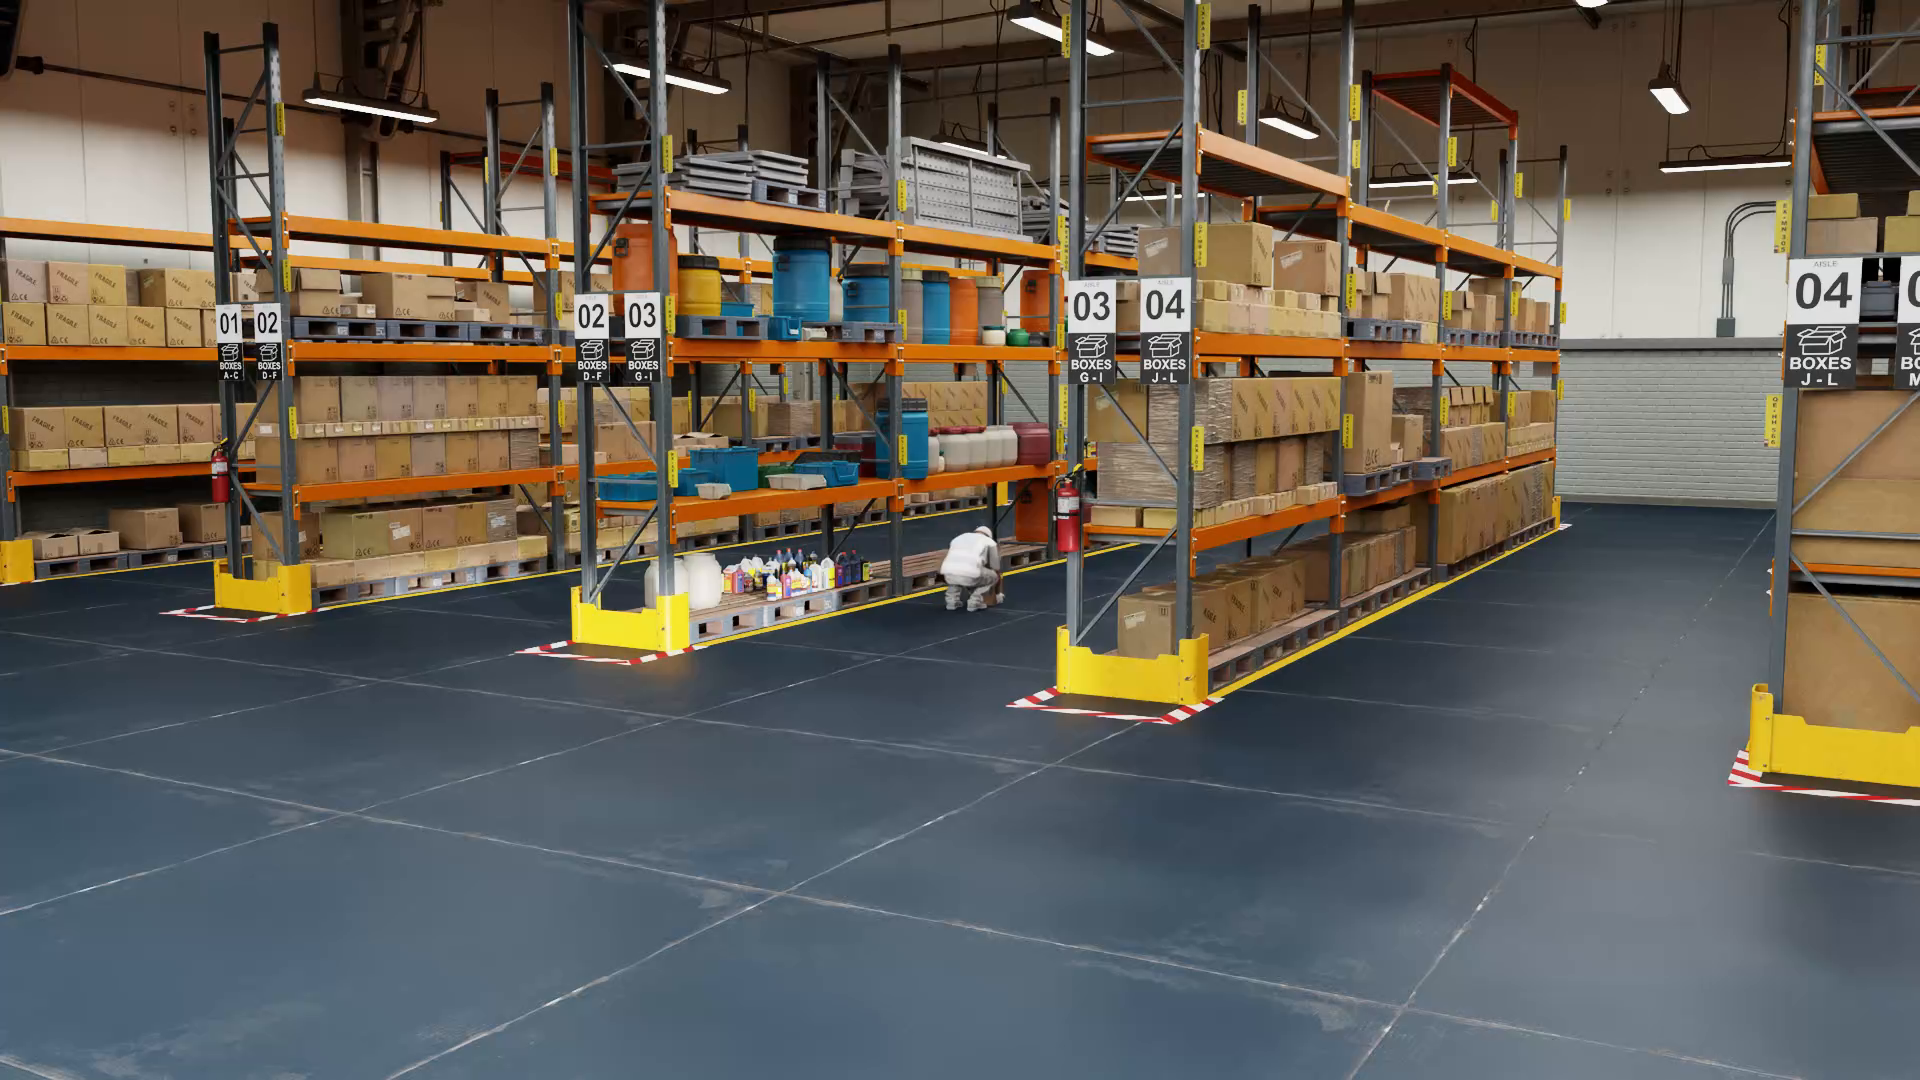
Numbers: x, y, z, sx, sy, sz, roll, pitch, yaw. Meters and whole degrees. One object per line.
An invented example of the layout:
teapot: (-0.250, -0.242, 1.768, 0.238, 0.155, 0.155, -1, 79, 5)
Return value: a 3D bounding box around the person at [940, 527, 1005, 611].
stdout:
person: (0.114, 0.329, 17.697, 0.574, 0.884, 0.919, 3, 7, 28)
